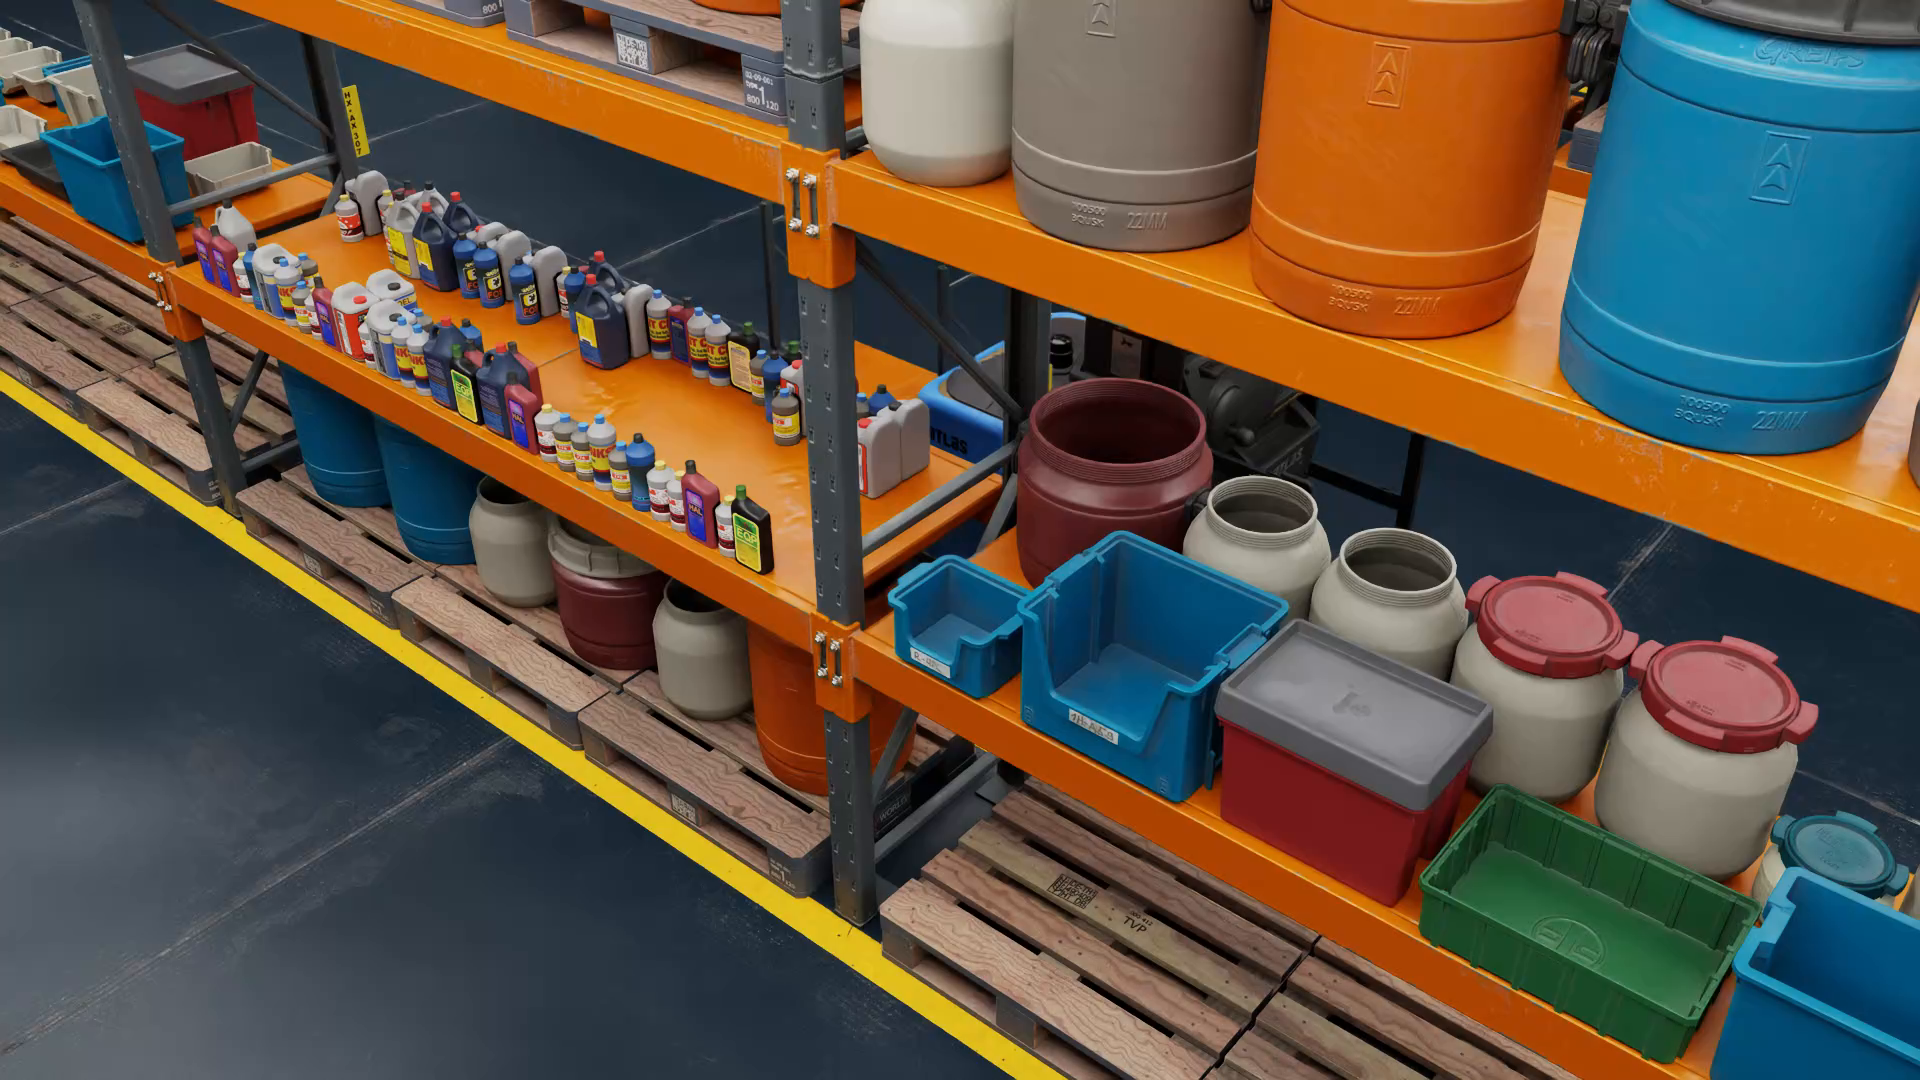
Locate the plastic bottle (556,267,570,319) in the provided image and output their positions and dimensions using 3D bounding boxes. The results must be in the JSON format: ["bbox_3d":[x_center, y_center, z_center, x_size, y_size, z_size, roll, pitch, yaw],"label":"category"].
[{"bbox_3d":[-1.581,-1.009,6.745,0.097,0.201,0.097,0,34,0],"label":"plastic bottle"}]

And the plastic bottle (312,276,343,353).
[{"bbox_3d":[-2.456,-0.883,6.489,0.133,0.283,0.061,25,42,32],"label":"plastic bottle"}]

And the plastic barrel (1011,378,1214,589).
[{"bbox_3d":[0.477,-0.142,5.187,0.708,0.536,0.600,25,42,32],"label":"plastic barrel"}]

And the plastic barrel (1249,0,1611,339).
[{"bbox_3d":[0.922,-0.907,3.392,0.708,0.830,0.600,25,42,32],"label":"plastic barrel"}]

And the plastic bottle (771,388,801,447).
[{"bbox_3d":[-0.620,-0.444,5.923,0.097,0.201,0.097,0,34,0],"label":"plastic bottle"}]

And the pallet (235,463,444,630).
[{"bbox_3d":[-2.581,-0.124,7.744,1.213,0.211,1.003,25,42,32],"label":"pallet"}]

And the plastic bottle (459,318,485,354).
[{"bbox_3d":[-1.832,-0.703,6.238,0.097,0.271,0.097,0,34,0],"label":"plastic bottle"}]

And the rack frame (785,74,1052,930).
[{"bbox_3d":[-0.073,-0.122,5.278,0.127,3.000,1.000,25,42,32],"label":"rack frame"}]

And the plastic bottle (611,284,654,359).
[{"bbox_3d":[-1.265,-0.871,6.478,0.135,0.276,0.152,25,42,32],"label":"plastic bottle"}]

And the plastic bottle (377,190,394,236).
[{"bbox_3d":[-2.531,-1.457,7.397,0.097,0.201,0.097,0,34,0],"label":"plastic bottle"}]

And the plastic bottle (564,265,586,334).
[{"bbox_3d":[-1.517,-0.963,6.617,0.097,0.271,0.097,0,34,0],"label":"plastic bottle"}]

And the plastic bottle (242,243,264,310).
[{"bbox_3d":[-2.861,-1.082,6.790,0.097,0.271,0.097,0,34,0],"label":"plastic bottle"}]

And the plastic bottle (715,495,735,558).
[{"bbox_3d":[-0.734,-0.051,5.350,0.097,0.201,0.097,0,34,0],"label":"plastic bottle"}]

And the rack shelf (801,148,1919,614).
[{"bbox_3d":[1.464,-0.338,3.578,4.000,0.370,1.077,25,42,32],"label":"rack shelf"}]

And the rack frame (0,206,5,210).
[{"bbox_3d":[-6.222,-3.020,9.498,0.127,3.000,1.000,25,42,32],"label":"rack frame"}]

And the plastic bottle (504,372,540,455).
[{"bbox_3d":[-1.536,-0.449,5.857,0.133,0.283,0.061,25,42,32],"label":"plastic bottle"}]

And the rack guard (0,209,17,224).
[{"bbox_3d":[-6.248,-1.992,10.210,0.348,0.500,1.175,25,42,32],"label":"rack guard"}]

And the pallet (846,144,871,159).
[{"bbox_3d":[-0.513,-2.886,11.766,1.213,0.211,1.003,25,42,32],"label":"pallet"}]

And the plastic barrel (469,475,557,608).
[{"bbox_3d":[-1.819,-0.014,6.948,0.421,0.512,0.421,0,34,0],"label":"plastic barrel"}]

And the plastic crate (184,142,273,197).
[{"bbox_3d":[-3.414,-1.718,7.782,0.243,0.136,0.396,25,42,32],"label":"plastic crate"}]

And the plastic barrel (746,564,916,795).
[{"bbox_3d":[-0.460,0.430,6.021,0.708,0.830,0.600,25,42,32],"label":"plastic barrel"}]

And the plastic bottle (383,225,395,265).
[{"bbox_3d":[-2.422,-1.294,7.159,0.097,0.201,0.097,0,34,0],"label":"plastic bottle"}]

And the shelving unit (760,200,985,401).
[{"bbox_3d":[-0.318,-0.770,7.546,1.083,1.500,0.587,25,42,32],"label":"shelving unit"}]

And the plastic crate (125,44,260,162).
[{"bbox_3d":[-3.673,-2.055,7.983,0.583,0.464,0.402,25,42,32],"label":"plastic crate"}]

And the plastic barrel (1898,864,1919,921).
[{"bbox_3d":[2.406,0.829,3.774,0.433,0.535,0.433,0,34,0],"label":"plastic barrel"}]

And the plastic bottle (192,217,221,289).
[{"bbox_3d":[-3.139,-1.204,6.957,0.133,0.283,0.061,25,42,32],"label":"plastic bottle"}]

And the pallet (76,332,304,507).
[{"bbox_3d":[-3.737,-0.671,8.541,1.213,0.211,1.003,25,42,32],"label":"pallet"}]

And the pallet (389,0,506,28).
[{"bbox_3d":[-1.609,-2.079,5.644,1.213,0.211,1.003,25,42,32],"label":"pallet"}]

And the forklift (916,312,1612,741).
[{"bbox_3d":[1.261,-0.608,6.046,3.031,2.935,1.130,25,42,32],"label":"forklift"}]

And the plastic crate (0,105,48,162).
[{"bbox_3d":[-4.678,-1.987,8.174,0.466,0.136,0.293,25,42,32],"label":"plastic crate"}]

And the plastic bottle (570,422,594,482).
[{"bbox_3d":[-1.286,-0.311,5.728,0.097,0.201,0.097,0,34,0],"label":"plastic bottle"}]

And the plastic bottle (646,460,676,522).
[{"bbox_3d":[-0.986,-0.170,5.523,0.097,0.201,0.097,0,34,0],"label":"plastic bottle"}]

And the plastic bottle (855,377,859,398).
[{"bbox_3d":[-0.422,-0.510,5.946,0.133,0.283,0.061,25,42,32],"label":"plastic bottle"}]

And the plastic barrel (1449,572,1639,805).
[{"bbox_3d":[1.509,0.406,4.389,0.433,0.535,0.433,0,34,0],"label":"plastic barrel"}]

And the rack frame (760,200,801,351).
[{"bbox_3d":[-0.700,-0.952,7.811,0.032,1.500,0.500,25,42,32],"label":"rack frame"}]

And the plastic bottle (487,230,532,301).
[{"bbox_3d":[-1.866,-1.154,6.890,0.135,0.276,0.152,25,42,32],"label":"plastic bottle"}]

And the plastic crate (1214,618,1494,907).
[{"bbox_3d":[0.973,0.570,4.214,0.583,0.464,0.402,25,42,32],"label":"plastic crate"}]

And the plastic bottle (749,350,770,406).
[{"bbox_3d":[-0.729,-0.607,6.160,0.097,0.201,0.097,0,34,0],"label":"plastic bottle"}]

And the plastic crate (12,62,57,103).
[{"bbox_3d":[-4.796,-2.419,8.802,0.250,0.136,0.298,25,42,32],"label":"plastic crate"}]

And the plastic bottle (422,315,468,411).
[{"bbox_3d":[-1.876,-0.668,6.116,0.185,0.351,0.144,25,42,32],"label":"plastic bottle"}]

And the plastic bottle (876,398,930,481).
[{"bbox_3d":[-0.199,-0.368,5.746,0.135,0.276,0.152,25,42,32],"label":"plastic bottle"}]

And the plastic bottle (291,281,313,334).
[{"bbox_3d":[-2.608,-0.934,6.636,0.097,0.201,0.097,0,34,0],"label":"plastic bottle"}]

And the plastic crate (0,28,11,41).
[{"bbox_3d":[-5.479,-2.719,9.240,0.243,0.136,0.396,25,42,32],"label":"plastic crate"}]

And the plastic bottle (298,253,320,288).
[{"bbox_3d":[-2.689,-1.084,6.854,0.097,0.201,0.097,0,34,0],"label":"plastic bottle"}]

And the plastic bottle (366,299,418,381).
[{"bbox_3d":[-2.146,-0.767,6.327,0.135,0.276,0.152,25,42,32],"label":"plastic bottle"}]

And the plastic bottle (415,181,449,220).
[{"bbox_3d":[-2.232,-1.360,7.124,0.185,0.351,0.144,25,42,32],"label":"plastic bottle"}]

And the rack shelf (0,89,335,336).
[{"bbox_3d":[-4.684,-1.999,8.646,4.000,0.370,1.077,25,42,32],"label":"rack shelf"}]

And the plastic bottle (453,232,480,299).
[{"bbox_3d":[-2.035,-1.140,6.874,0.097,0.271,0.097,0,34,0],"label":"plastic bottle"}]

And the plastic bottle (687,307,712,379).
[{"bbox_3d":[-0.981,-0.755,6.314,0.097,0.271,0.097,0,34,0],"label":"plastic bottle"}]
